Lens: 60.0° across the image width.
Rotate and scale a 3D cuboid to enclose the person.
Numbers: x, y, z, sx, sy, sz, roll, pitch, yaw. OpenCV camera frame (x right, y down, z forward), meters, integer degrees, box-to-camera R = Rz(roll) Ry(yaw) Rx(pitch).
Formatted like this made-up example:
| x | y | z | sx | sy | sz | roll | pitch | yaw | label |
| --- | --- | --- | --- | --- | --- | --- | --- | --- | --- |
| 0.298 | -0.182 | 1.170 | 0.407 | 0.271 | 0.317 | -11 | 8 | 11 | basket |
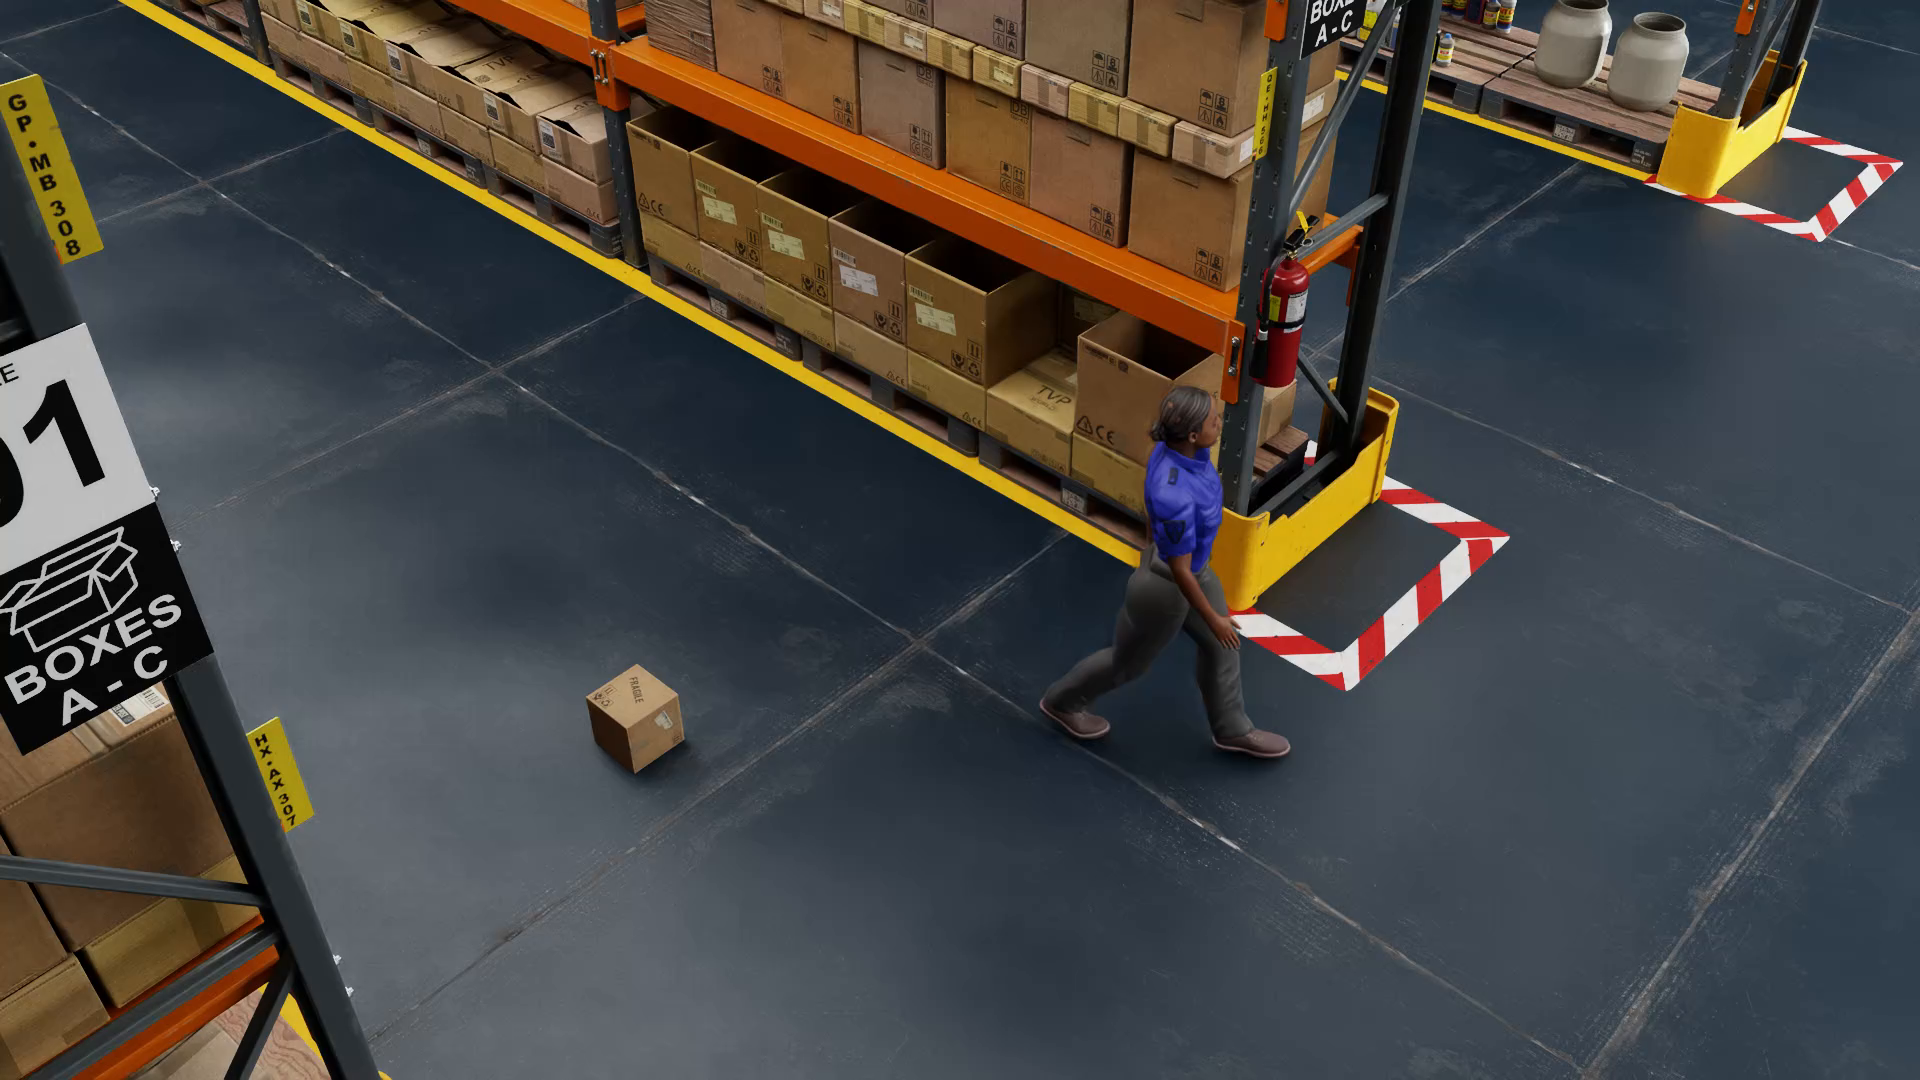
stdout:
| x | y | z | sx | sy | sz | roll | pitch | yaw | label |
| --- | --- | --- | --- | --- | --- | --- | --- | --- | --- |
| 0.790 | 0.151 | 5.971 | 0.973 | 1.606 | 0.467 | 11 | 41 | 13 | person |
